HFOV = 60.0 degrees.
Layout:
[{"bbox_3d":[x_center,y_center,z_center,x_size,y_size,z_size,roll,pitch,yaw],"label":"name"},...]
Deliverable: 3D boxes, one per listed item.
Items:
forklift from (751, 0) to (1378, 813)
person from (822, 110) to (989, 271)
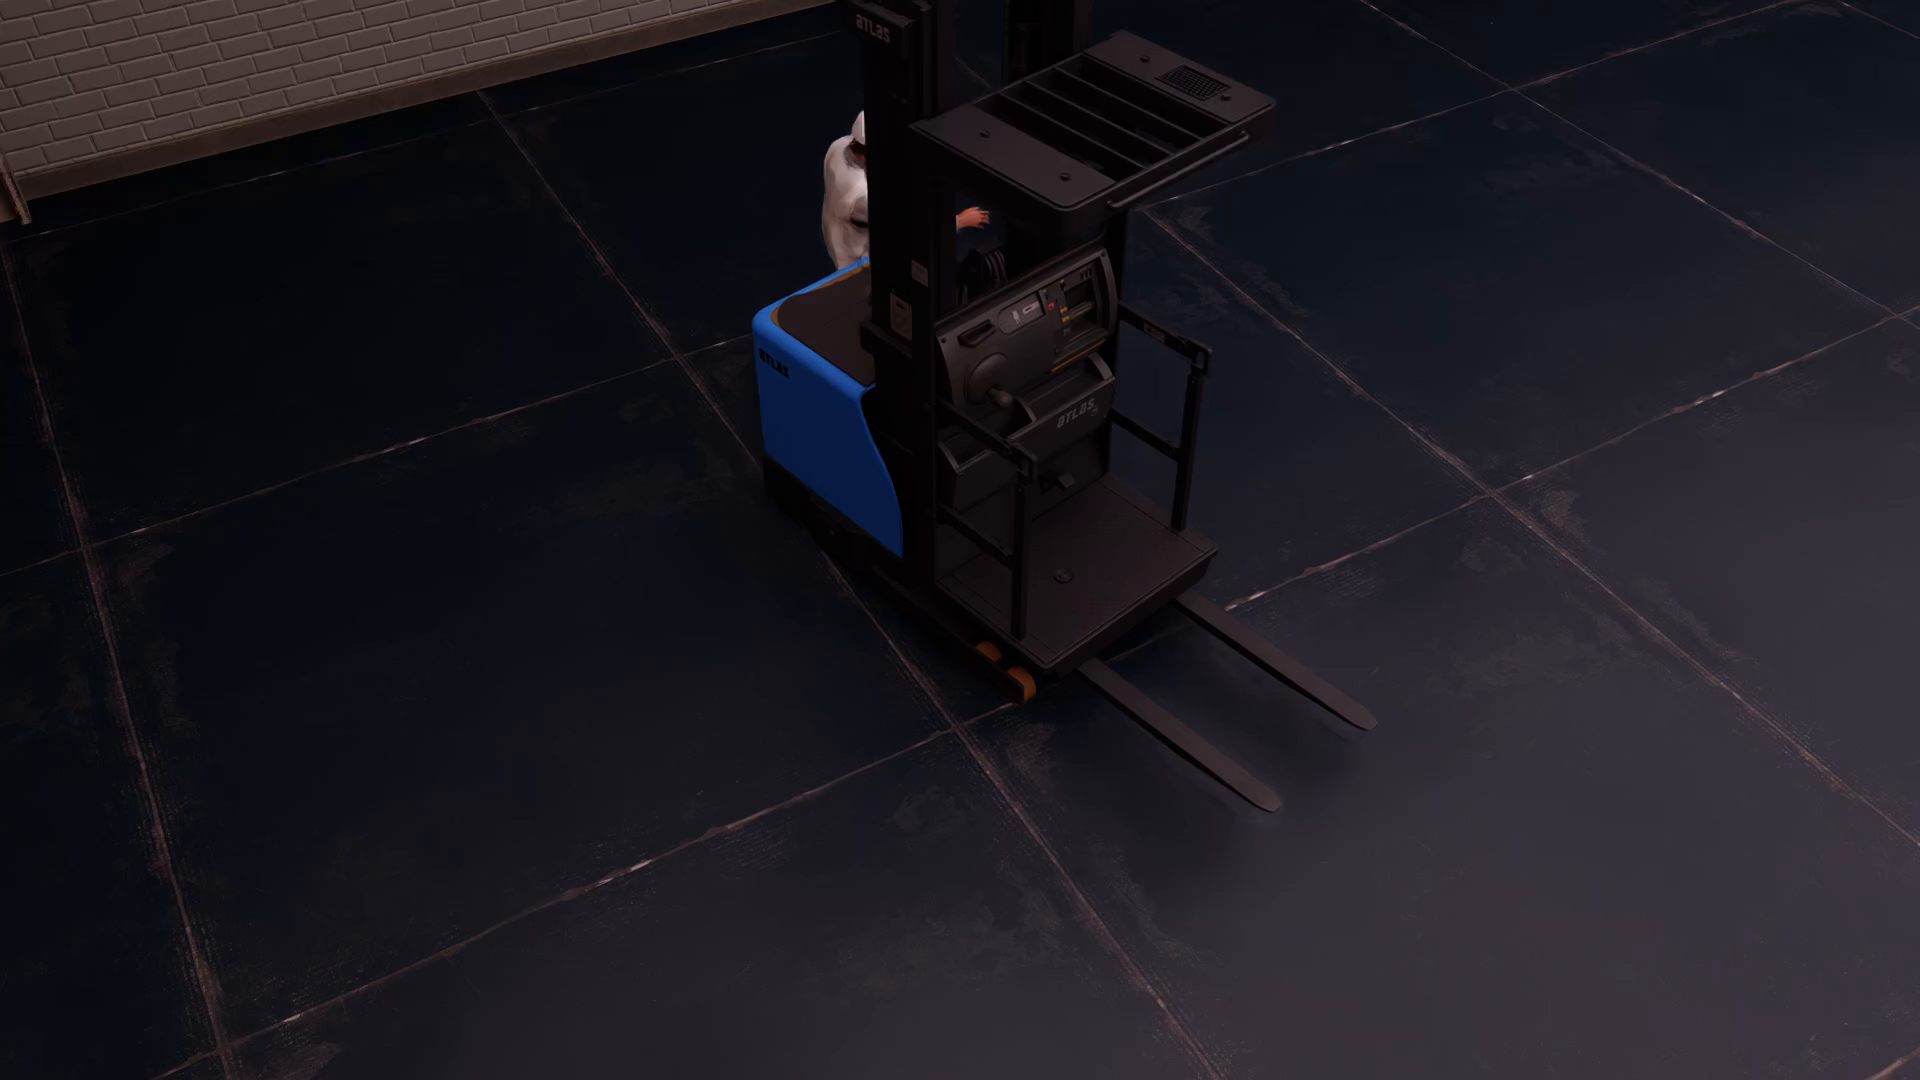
[{"bbox_3d":[0.424,-0.773,6.531,1.130,2.935,3.031,-32,52,-30],"label":"forklift"},{"bbox_3d":[-0.287,-1.518,8.380,0.775,1.569,0.837,-13,45,-14],"label":"person"}]
